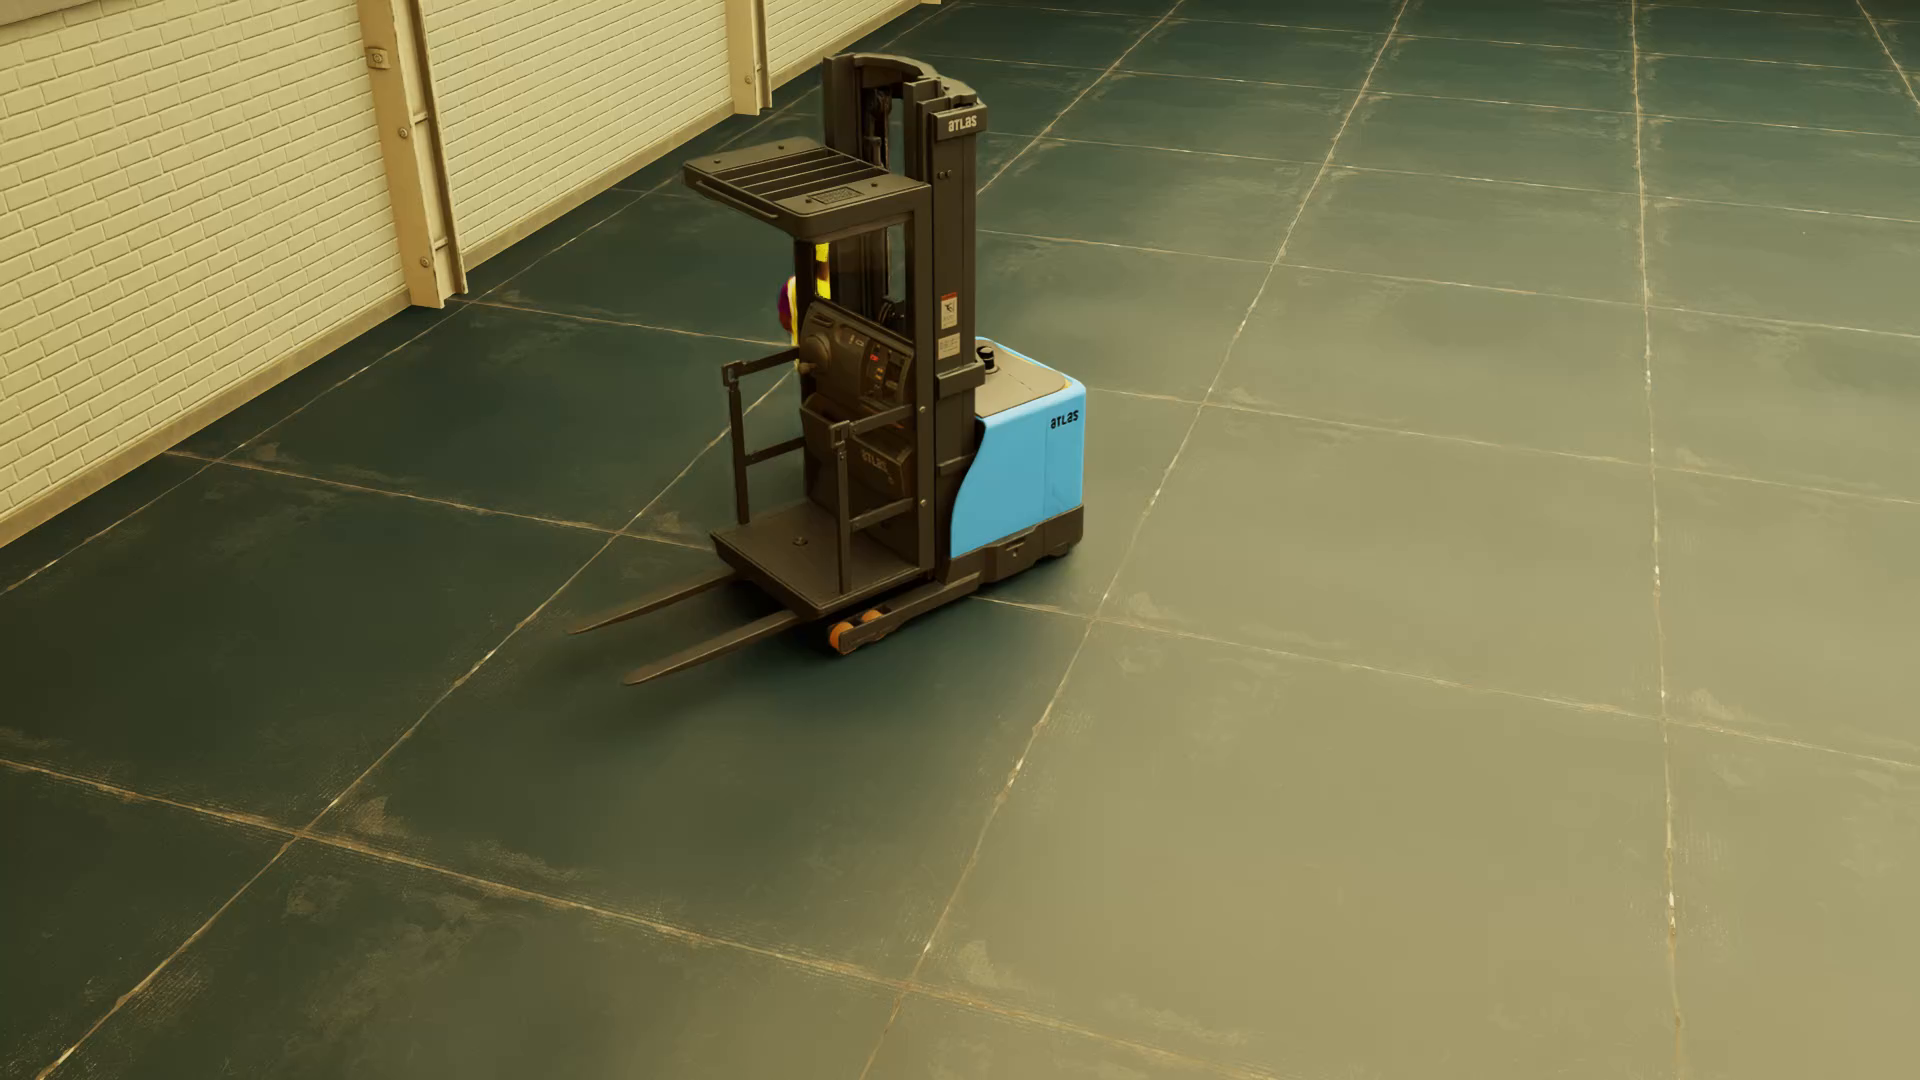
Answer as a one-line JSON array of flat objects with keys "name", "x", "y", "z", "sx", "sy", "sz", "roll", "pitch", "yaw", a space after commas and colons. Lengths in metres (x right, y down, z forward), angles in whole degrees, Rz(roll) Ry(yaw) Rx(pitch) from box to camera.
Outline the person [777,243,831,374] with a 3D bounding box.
[{"name": "person", "x": -0.730, "y": -1.144, "z": 10.483, "sx": 0.834, "sy": 1.678, "sz": 0.581, "roll": 22, "pitch": 36, "yaw": 33}]

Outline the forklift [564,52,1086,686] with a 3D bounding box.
[{"name": "forklift", "x": -0.721, "y": -0.952, "z": 8.807, "sx": 3.031, "sy": 2.935, "sz": 1.130, "roll": -22, "pitch": 36, "yaw": -34}]
